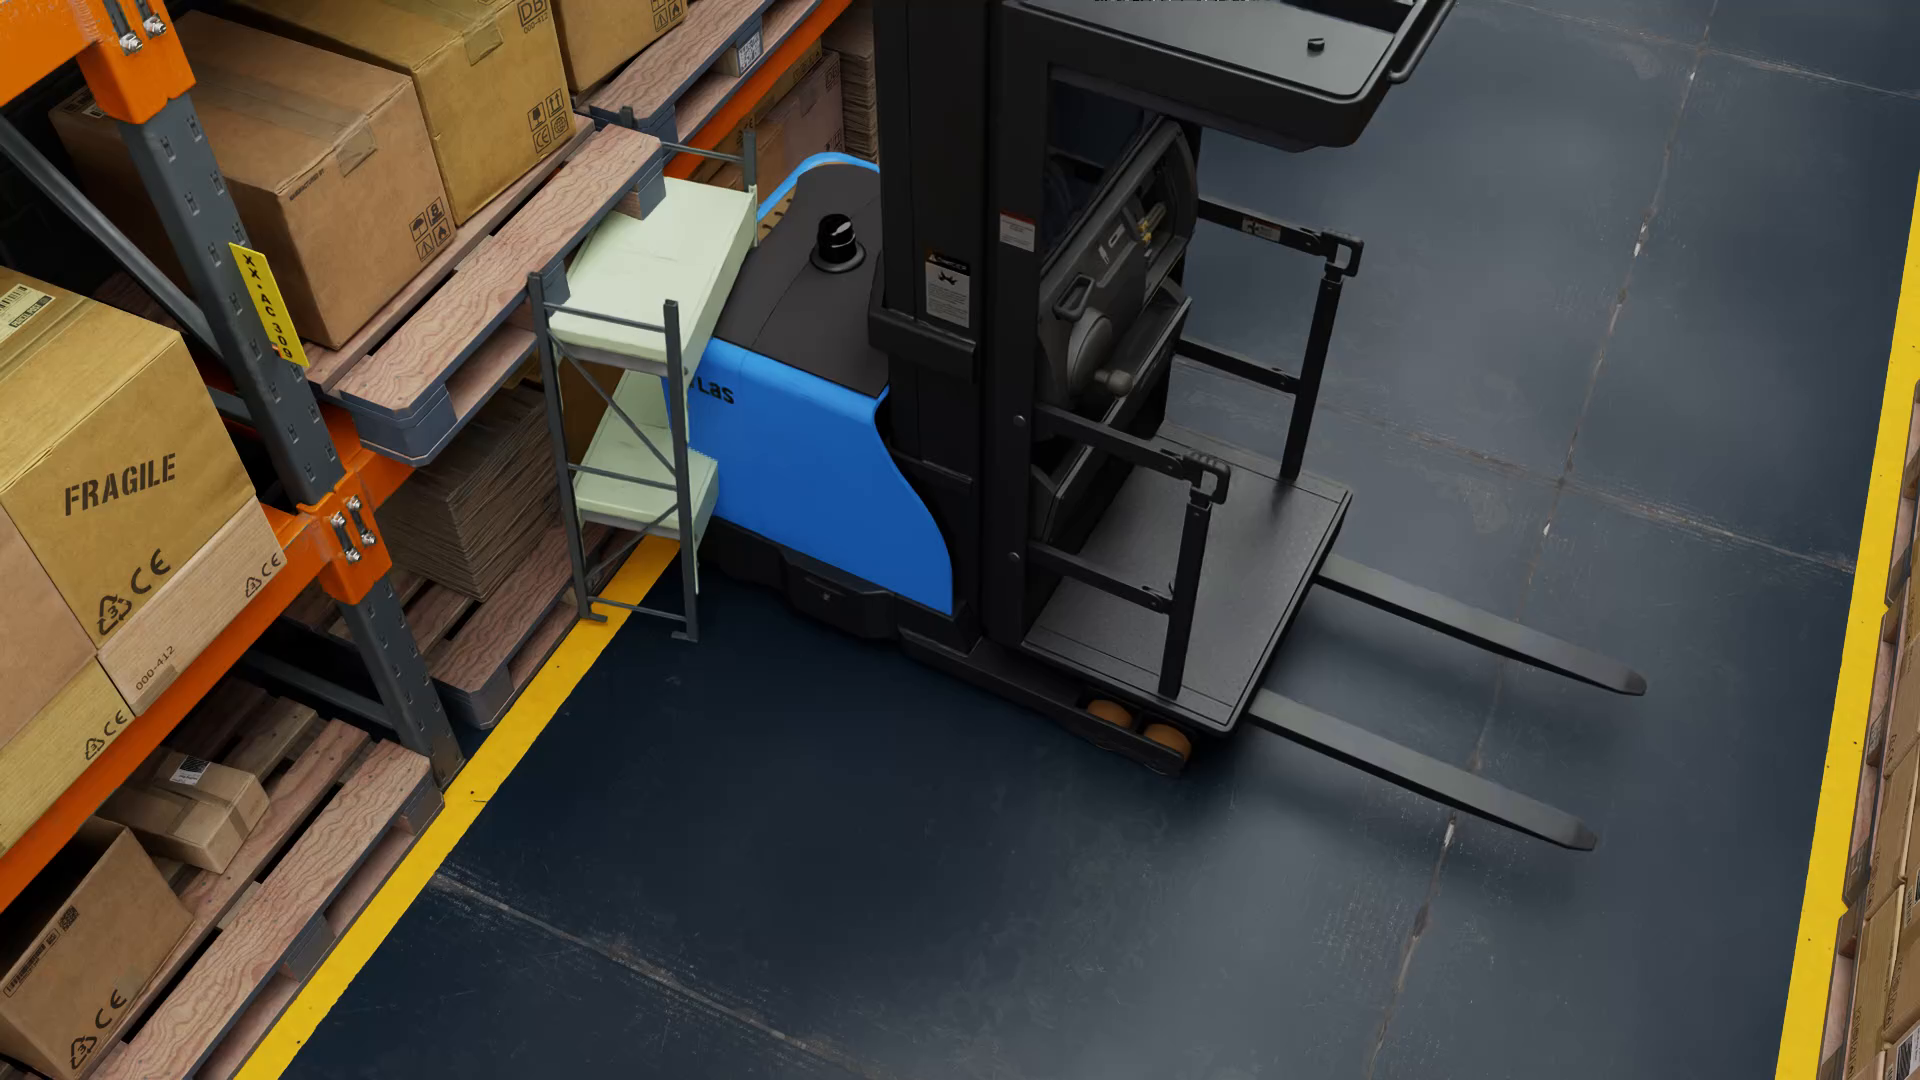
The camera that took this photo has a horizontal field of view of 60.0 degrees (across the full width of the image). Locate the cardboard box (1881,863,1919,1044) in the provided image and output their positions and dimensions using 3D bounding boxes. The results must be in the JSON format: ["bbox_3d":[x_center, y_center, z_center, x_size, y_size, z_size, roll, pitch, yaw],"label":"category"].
[{"bbox_3d":[2.602,1.047,4.051,0.500,0.311,0.500,21,53,17],"label":"cardboard box"}]

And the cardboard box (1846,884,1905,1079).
[{"bbox_3d":[2.604,1.234,4.260,0.500,0.250,0.500,19,52,16],"label":"cardboard box"}]

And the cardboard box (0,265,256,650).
[{"bbox_3d":[-1.931,-0.177,3.524,0.500,0.500,0.500,20,52,16],"label":"cardboard box"}]

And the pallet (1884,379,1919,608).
[{"bbox_3d":[3.793,-0.090,5.688,1.003,0.211,1.213,20,52,16],"label":"pallet"}]

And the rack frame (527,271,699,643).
[{"bbox_3d":[-0.989,-0.182,4.883,0.400,1.500,0.023,12,51,3],"label":"rack frame"}]

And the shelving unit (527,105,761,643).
[{"bbox_3d":[-0.917,-0.457,5.113,0.431,1.500,0.755,12,51,3],"label":"shelving unit"}]

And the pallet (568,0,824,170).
[{"bbox_3d":[-1.109,-1.718,5.369,1.003,0.211,1.213,20,52,16],"label":"pallet"}]

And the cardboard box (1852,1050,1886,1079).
[{"bbox_3d":[2.386,1.582,3.964,0.500,0.250,0.500,19,52,16],"label":"cardboard box"}]

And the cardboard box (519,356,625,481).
[{"bbox_3d":[-1.534,-0.620,5.660,0.700,0.500,0.500,19,52,15],"label":"cardboard box"}]

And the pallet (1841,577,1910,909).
[{"bbox_3d":[3.271,0.747,4.976,1.003,0.211,1.213,20,52,16],"label":"pallet"}]

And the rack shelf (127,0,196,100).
[{"bbox_3d":[-1.155,-2.519,4.427,1.077,0.370,4.000,20,52,16],"label":"rack shelf"}]

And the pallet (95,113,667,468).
[{"bbox_3d":[-1.551,-0.819,4.604,1.003,0.211,1.213,20,52,16],"label":"pallet"}]

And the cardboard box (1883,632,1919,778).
[{"bbox_3d":[3.041,0.532,4.858,0.500,0.250,0.500,21,53,17],"label":"cardboard box"}]

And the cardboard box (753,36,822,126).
[{"bbox_3d":[-0.861,-1.848,6.213,0.500,0.250,0.500,21,53,17],"label":"cardboard box"}]

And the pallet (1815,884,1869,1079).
[{"bbox_3d":[2.751,1.590,4.258,1.003,0.211,1.213,20,52,16],"label":"pallet"}]

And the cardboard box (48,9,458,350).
[{"bbox_3d":[-1.761,-0.917,4.206,0.700,0.500,0.500,20,52,16],"label":"cardboard box"}]

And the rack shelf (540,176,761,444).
[{"bbox_3d":[-0.883,-0.701,4.810,0.431,0.370,0.720,12,51,3],"label":"rack shelf"}]

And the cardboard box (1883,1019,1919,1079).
[{"bbox_3d":[2.385,1.408,3.744,0.500,0.311,0.500,20,52,16],"label":"cardboard box"}]

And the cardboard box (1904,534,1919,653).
[{"bbox_3d":[3.260,0.179,5.158,0.500,0.250,0.500,19,52,15],"label":"cardboard box"}]

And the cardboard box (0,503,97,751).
[{"bbox_3d":[-2.139,0.168,3.230,0.500,0.500,0.500,20,52,16],"label":"cardboard box"}]

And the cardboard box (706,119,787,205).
[{"bbox_3d":[-1.073,-1.309,6.246,0.700,0.500,0.500,20,52,16],"label":"cardboard box"}]

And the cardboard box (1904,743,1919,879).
[{"bbox_3d":[2.817,0.704,4.342,0.500,0.311,0.500,20,52,16],"label":"cardboard box"}]

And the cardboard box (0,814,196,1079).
[{"bbox_3d":[-2.416,0.993,4.288,0.500,0.500,0.500,16,52,13],"label":"cardboard box"}]

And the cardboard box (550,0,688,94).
[{"bbox_3d":[-1.263,-1.763,4.926,0.700,0.500,0.500,27,55,21],"label":"cardboard box"}]

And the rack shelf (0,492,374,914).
[{"bbox_3d":[-2.864,1.208,3.225,1.077,0.370,4.000,20,52,16],"label":"rack shelf"}]

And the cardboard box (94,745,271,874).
[{"bbox_3d":[-2.211,0.751,4.713,0.380,0.166,0.250,14,51,11],"label":"cardboard box"}]

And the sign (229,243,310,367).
[{"bbox_3d":[-1.515,-0.512,3.648,0.100,0.325,0.005,20,52,16],"label":"sign"}]

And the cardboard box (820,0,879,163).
[{"bbox_3d":[-0.561,-1.977,6.815,0.700,0.500,0.500,20,53,17],"label":"cardboard box"}]

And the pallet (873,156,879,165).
[{"bbox_3d":[-0.635,-1.716,7.071,1.003,0.211,1.213,20,52,16],"label":"pallet"}]

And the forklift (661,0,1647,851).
[{"bbox_3d":[0.614,-0.693,4.415,3.031,2.935,1.130,22,53,18],"label":"forklift"}]

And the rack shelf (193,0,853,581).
[{"bbox_3d":[-1.155,-1.547,5.569,1.077,0.370,4.000,20,52,16],"label":"rack shelf"}]

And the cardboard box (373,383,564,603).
[{"bbox_3d":[-1.710,-0.247,5.343,0.700,0.500,0.500,21,53,17],"label":"cardboard box"}]

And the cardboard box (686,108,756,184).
[{"bbox_3d":[-1.076,-1.492,5.910,0.500,0.250,0.500,20,52,16],"label":"cardboard box"}]

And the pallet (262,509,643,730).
[{"bbox_3d":[-1.678,-0.036,5.642,1.003,0.211,1.213,20,52,16],"label":"pallet"}]

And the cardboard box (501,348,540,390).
[{"bbox_3d":[-1.525,-0.795,5.317,0.500,0.250,0.500,19,52,15],"label":"cardboard box"}]

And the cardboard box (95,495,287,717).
[{"bbox_3d":[-1.937,0.064,3.811,0.500,0.250,0.500,20,52,16],"label":"cardboard box"}]

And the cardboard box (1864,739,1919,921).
[{"bbox_3d":[2.822,0.882,4.560,0.500,0.250,0.500,21,53,17],"label":"cardboard box"}]

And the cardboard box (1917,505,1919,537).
[{"bbox_3d":[3.477,-0.181,5.464,0.500,0.250,0.500,18,52,15],"label":"cardboard box"}]

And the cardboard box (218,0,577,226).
[{"bbox_3d":[-1.516,-1.299,4.532,0.700,0.500,0.500,25,54,20],"label":"cardboard box"}]

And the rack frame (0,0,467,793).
[{"bbox_3d":[-2.009,-0.403,4.123,1.000,3.000,0.127,20,52,16],"label":"rack frame"}]

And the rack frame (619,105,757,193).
[{"bbox_3d":[-0.844,-0.732,5.342,0.400,1.500,0.023,12,51,3],"label":"rack frame"}]

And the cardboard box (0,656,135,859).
[{"bbox_3d":[-2.158,0.405,3.521,0.500,0.250,0.500,20,52,16],"label":"cardboard box"}]

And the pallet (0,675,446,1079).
[{"bbox_3d":[-2.264,0.975,4.782,1.003,0.211,1.213,20,52,16],"label":"pallet"}]

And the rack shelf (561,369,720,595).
[{"bbox_3d":[-0.944,-0.253,5.365,0.431,0.370,0.720,12,51,3],"label":"rack shelf"}]

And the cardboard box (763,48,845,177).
[{"bbox_3d":[-0.886,-1.660,6.545,0.700,0.500,0.500,20,52,16],"label":"cardboard box"}]

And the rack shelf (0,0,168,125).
[{"bbox_3d":[-2.864,0.236,2.083,1.077,0.370,4.000,20,52,16],"label":"rack shelf"}]
